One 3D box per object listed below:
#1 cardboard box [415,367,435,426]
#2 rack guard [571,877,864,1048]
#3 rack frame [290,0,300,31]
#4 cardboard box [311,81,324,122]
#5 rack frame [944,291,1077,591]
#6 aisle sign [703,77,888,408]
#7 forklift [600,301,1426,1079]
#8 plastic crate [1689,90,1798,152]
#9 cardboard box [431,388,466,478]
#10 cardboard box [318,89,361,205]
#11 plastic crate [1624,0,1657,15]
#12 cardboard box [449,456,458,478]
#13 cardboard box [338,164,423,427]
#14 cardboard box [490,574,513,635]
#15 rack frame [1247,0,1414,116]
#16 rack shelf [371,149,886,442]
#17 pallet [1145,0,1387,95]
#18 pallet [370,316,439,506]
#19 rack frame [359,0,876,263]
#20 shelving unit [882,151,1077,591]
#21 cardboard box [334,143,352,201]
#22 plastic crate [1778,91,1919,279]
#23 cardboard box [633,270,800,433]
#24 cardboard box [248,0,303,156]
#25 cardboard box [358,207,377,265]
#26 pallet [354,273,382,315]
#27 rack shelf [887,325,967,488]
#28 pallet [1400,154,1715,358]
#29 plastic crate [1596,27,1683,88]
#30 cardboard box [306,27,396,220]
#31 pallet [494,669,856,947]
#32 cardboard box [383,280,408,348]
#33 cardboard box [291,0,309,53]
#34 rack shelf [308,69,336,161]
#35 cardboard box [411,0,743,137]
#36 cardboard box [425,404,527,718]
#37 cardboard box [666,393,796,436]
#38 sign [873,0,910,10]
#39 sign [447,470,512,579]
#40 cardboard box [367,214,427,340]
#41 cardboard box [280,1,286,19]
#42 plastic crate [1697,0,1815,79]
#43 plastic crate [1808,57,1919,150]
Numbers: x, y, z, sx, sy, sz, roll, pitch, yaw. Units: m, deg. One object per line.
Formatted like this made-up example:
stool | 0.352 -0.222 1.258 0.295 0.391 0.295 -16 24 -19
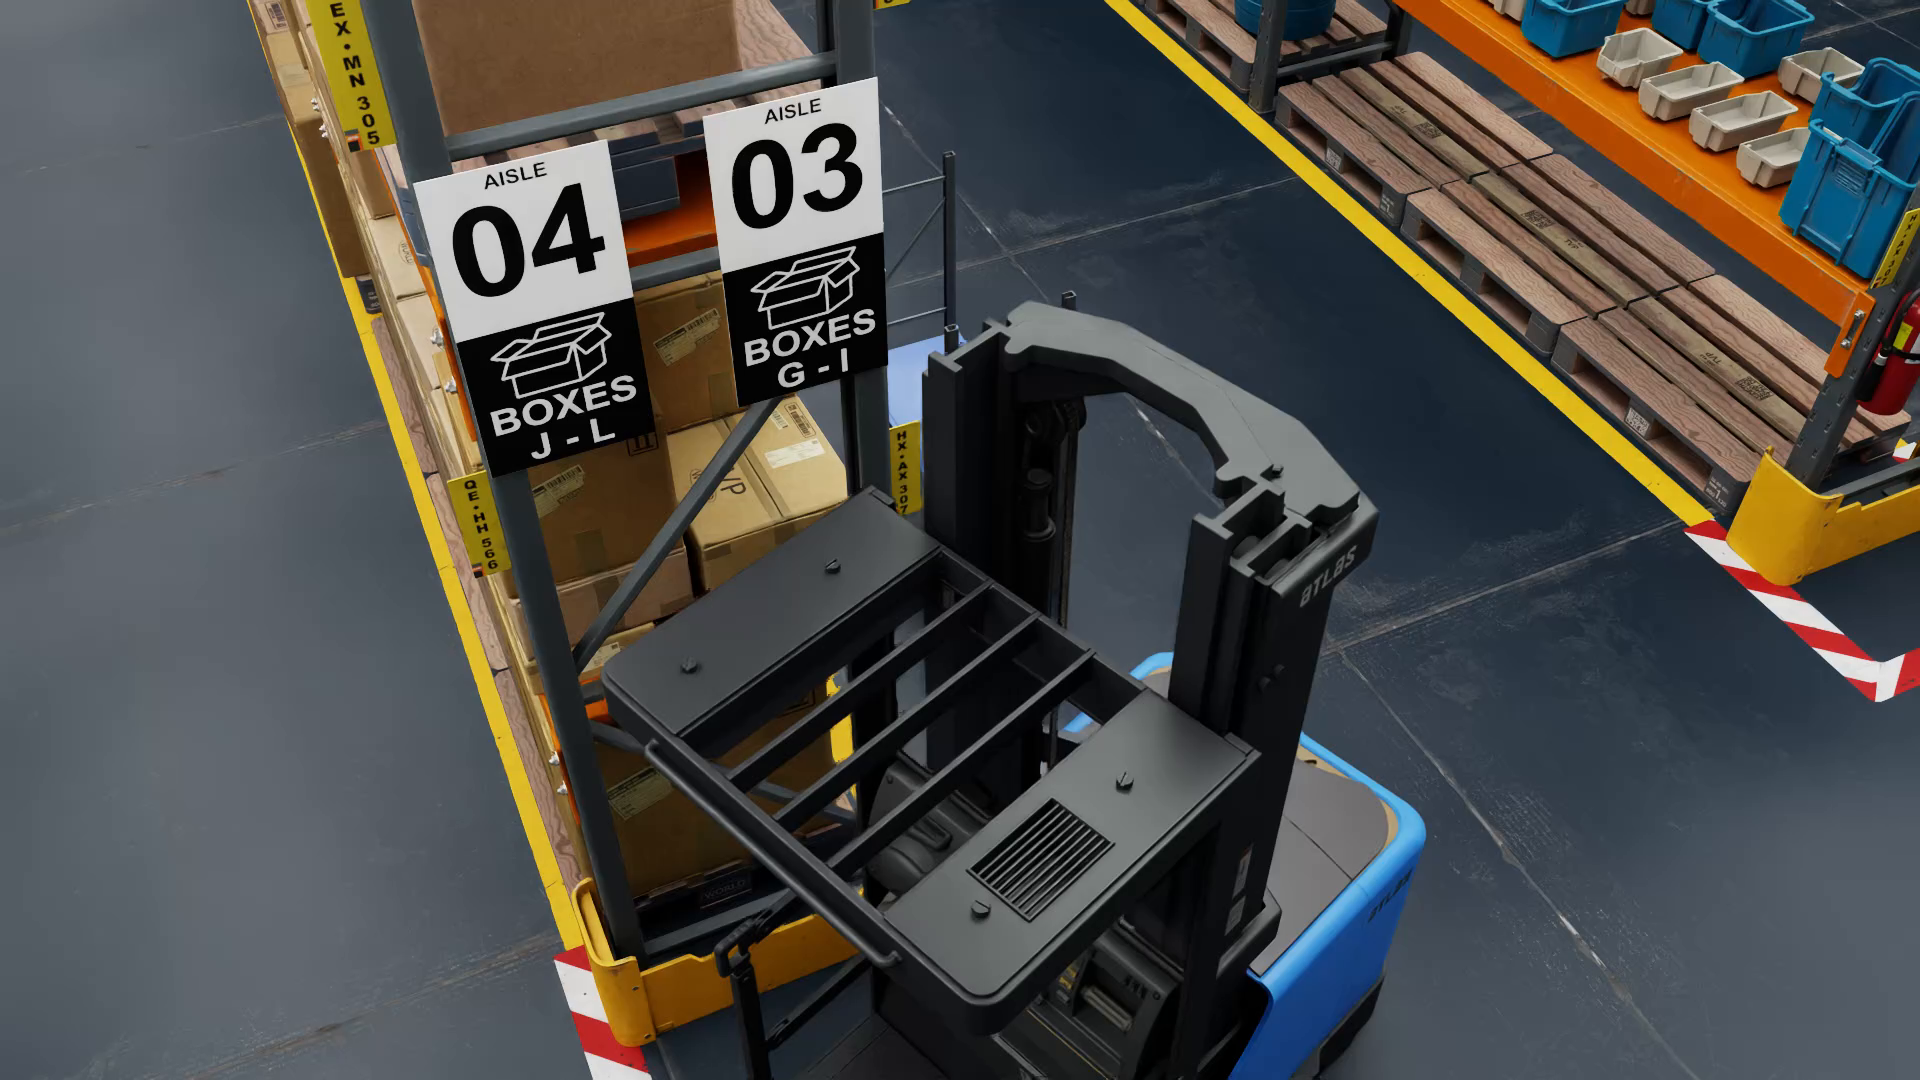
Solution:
cardboard box | -1.648 -0.546 5.715 0.380 0.149 0.250 -18 47 -17
rack guard | -0.650 1.215 5.532 1.175 0.500 0.348 -18 47 -17
rack frame | -2.342 -2.239 7.253 1.000 3.000 0.127 -18 47 -17
cardboard box | -2.519 -1.863 7.050 0.380 0.149 0.250 -18 47 -17
rack frame | 0.178 -0.264 6.319 0.500 1.500 0.032 -18 47 -17
aisle sign | -0.357 -0.658 3.799 0.394 0.787 0.004 -18 47 -17
forklift | -0.027 1.025 3.993 1.130 2.935 3.031 34 54 30
plastic crate | 3.218 -1.736 6.887 0.396 0.136 0.243 -18 47 -17
cardboard box | -1.317 -0.297 5.179 0.500 0.250 0.500 -19 48 -18
cardboard box | -2.177 -1.597 6.496 0.500 0.250 0.500 -18 47 -18
plastic crate | 3.157 -2.608 7.772 0.293 0.136 0.466 -18 47 -17
cardboard box | -1.428 -0.216 5.381 0.380 0.149 0.250 -17 47 -17
cardboard box | -2.137 -1.188 7.401 0.875 0.875 0.875 -18 47 -17
cardboard box | -1.219 0.104 5.056 0.380 0.149 0.250 -18 47 -17
rack frame | 2.152 -3.702 8.735 1.000 3.000 0.127 -18 47 -17
rack shelf | -1.501 -1.776 5.160 1.077 0.370 4.000 -18 47 -17
pallet | 1.866 -3.213 10.225 1.003 0.211 1.213 -18 47 -17
pallet | -2.093 -0.739 7.717 1.003 0.211 1.213 -18 47 -17
rack frame | -0.660 -1.826 2.562 1.000 3.000 0.127 -18 47 -17
shelving unit | -0.036 -0.588 6.647 0.538 1.500 1.048 -18 47 -17
cardboard box | -2.297 -1.528 6.711 0.380 0.149 0.250 -17 47 -16
plastic crate | 3.524 -1.345 6.278 0.616 0.435 0.499 -18 47 -17
cardboard box | -0.827 -0.714 5.068 0.500 0.500 0.500 -19 48 -18
cardboard box | -3.005 -2.604 8.836 1.225 0.875 0.875 -20 48 -19
cardboard box | -2.077 -1.198 6.376 0.380 0.149 0.250 -19 48 -18
pallet | -2.734 -1.716 8.708 1.003 0.211 1.213 -18 47 -17
rack shelf | -0.036 -0.460 6.773 0.538 0.185 1.000 -18 47 -17
pallet | 3.014 -1.474 8.462 1.003 0.211 1.213 -18 47 -17
plastic crate | 2.938 -2.089 7.245 0.298 0.136 0.250 -18 47 -17
cardboard box | -1.949 -1.532 5.897 0.500 0.500 0.500 -19 48 -19
pallet | -1.067 0.816 6.142 1.003 0.211 1.213 -18 47 -17
cardboard box | -1.862 -0.870 6.044 0.380 0.149 0.250 -19 48 -19
cardboard box | -2.372 -2.178 6.552 0.500 0.500 0.500 -18 47 -17
rack shelf | -3.182 -3.258 8.797 1.077 0.370 4.000 -18 47 -17
cardboard box | -0.927 -1.294 3.718 0.700 0.500 0.500 -21 48 -20
cardboard box | -1.384 -0.047 6.245 0.875 0.875 0.875 -18 47 -17
cardboard box | -0.841 -0.458 5.342 0.500 0.250 0.500 -19 48 -18
sign | -0.154 -1.257 3.443 0.100 0.325 0.005 -18 47 -17
sign | -1.158 -0.035 4.026 0.100 0.325 0.005 -18 47 -17
cardboard box | -1.754 -0.952 5.843 0.500 0.250 0.500 -18 47 -17
cardboard box | -2.988 -2.810 7.759 0.500 0.500 0.500 -17 47 -16
plastic crate | 3.475 -2.208 7.298 0.416 0.233 0.300 -18 47 -17
plastic crate | 3.752 -1.789 6.872 0.416 0.233 0.300 -18 47 -17
